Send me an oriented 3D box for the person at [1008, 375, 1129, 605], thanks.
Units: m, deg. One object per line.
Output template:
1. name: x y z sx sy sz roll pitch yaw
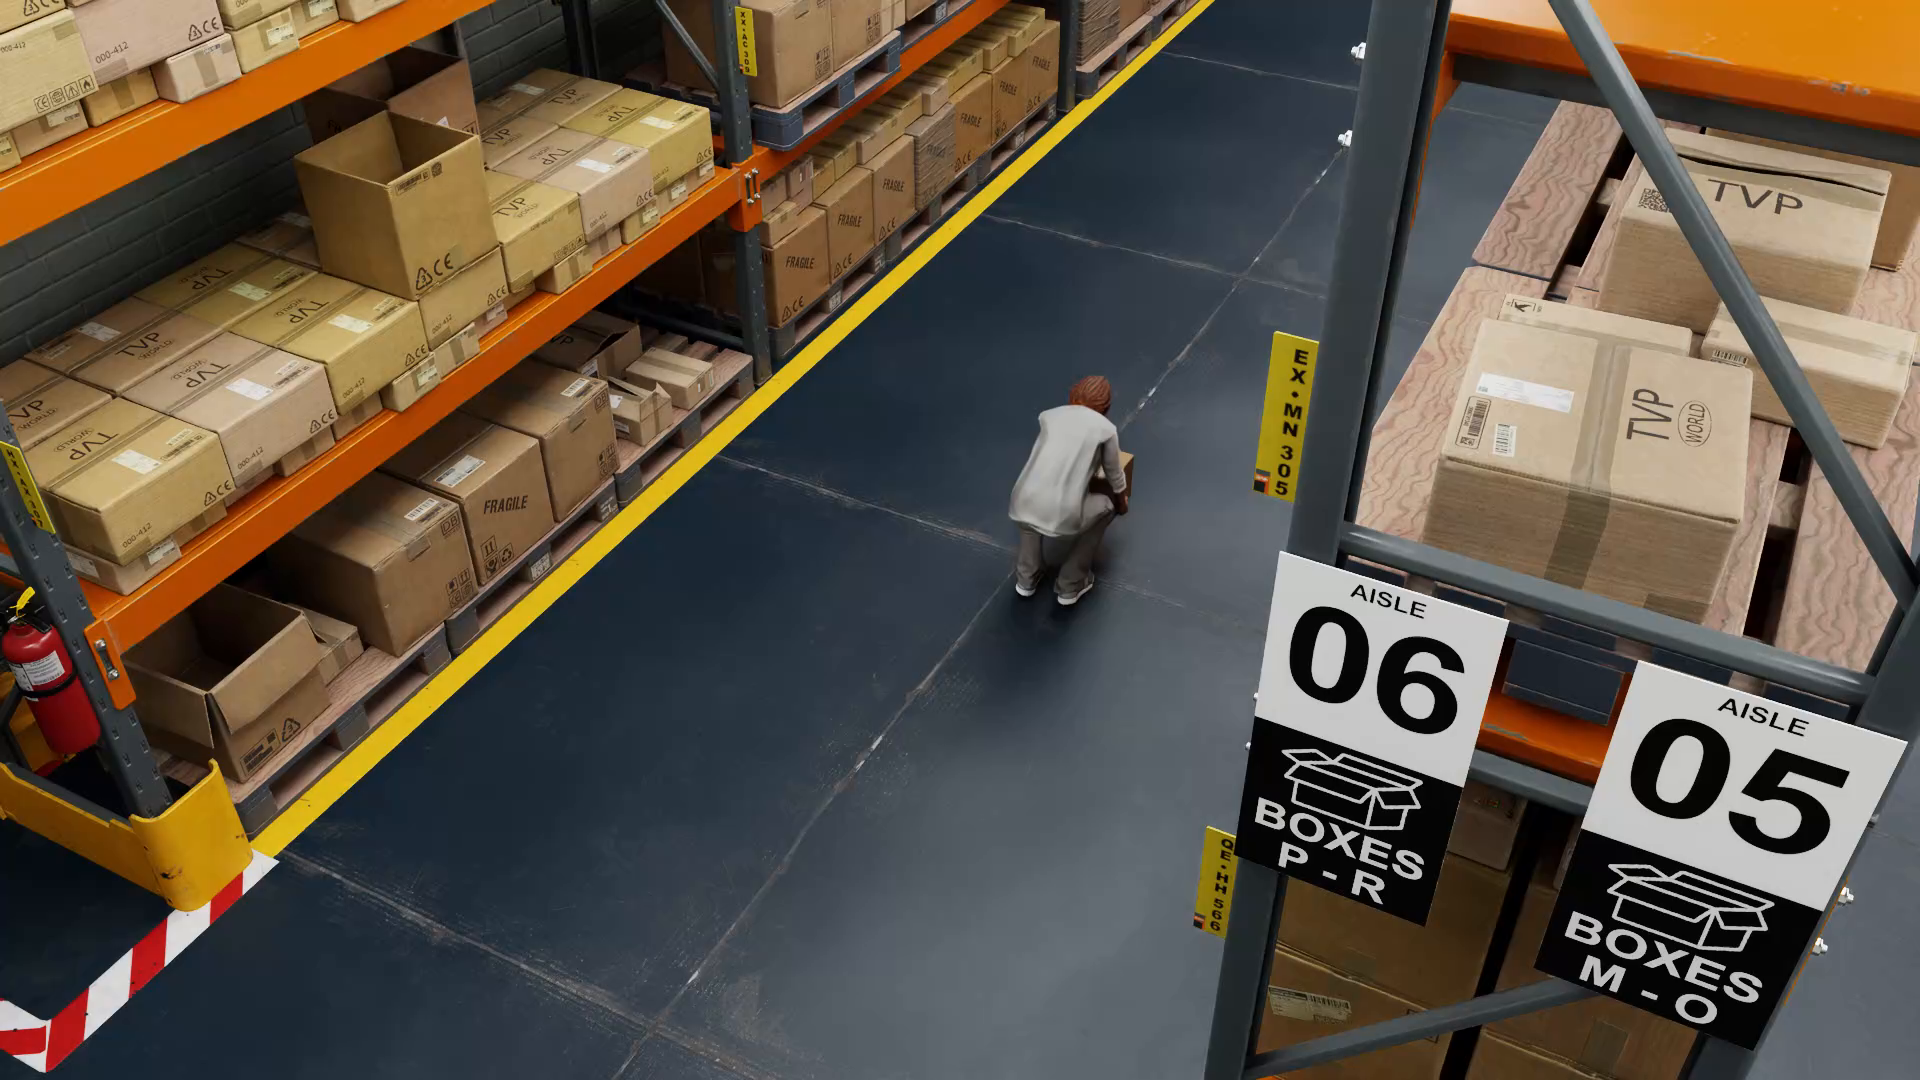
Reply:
1. person: 0.485 -0.176 7.573 0.426 0.859 0.838 17 41 20
